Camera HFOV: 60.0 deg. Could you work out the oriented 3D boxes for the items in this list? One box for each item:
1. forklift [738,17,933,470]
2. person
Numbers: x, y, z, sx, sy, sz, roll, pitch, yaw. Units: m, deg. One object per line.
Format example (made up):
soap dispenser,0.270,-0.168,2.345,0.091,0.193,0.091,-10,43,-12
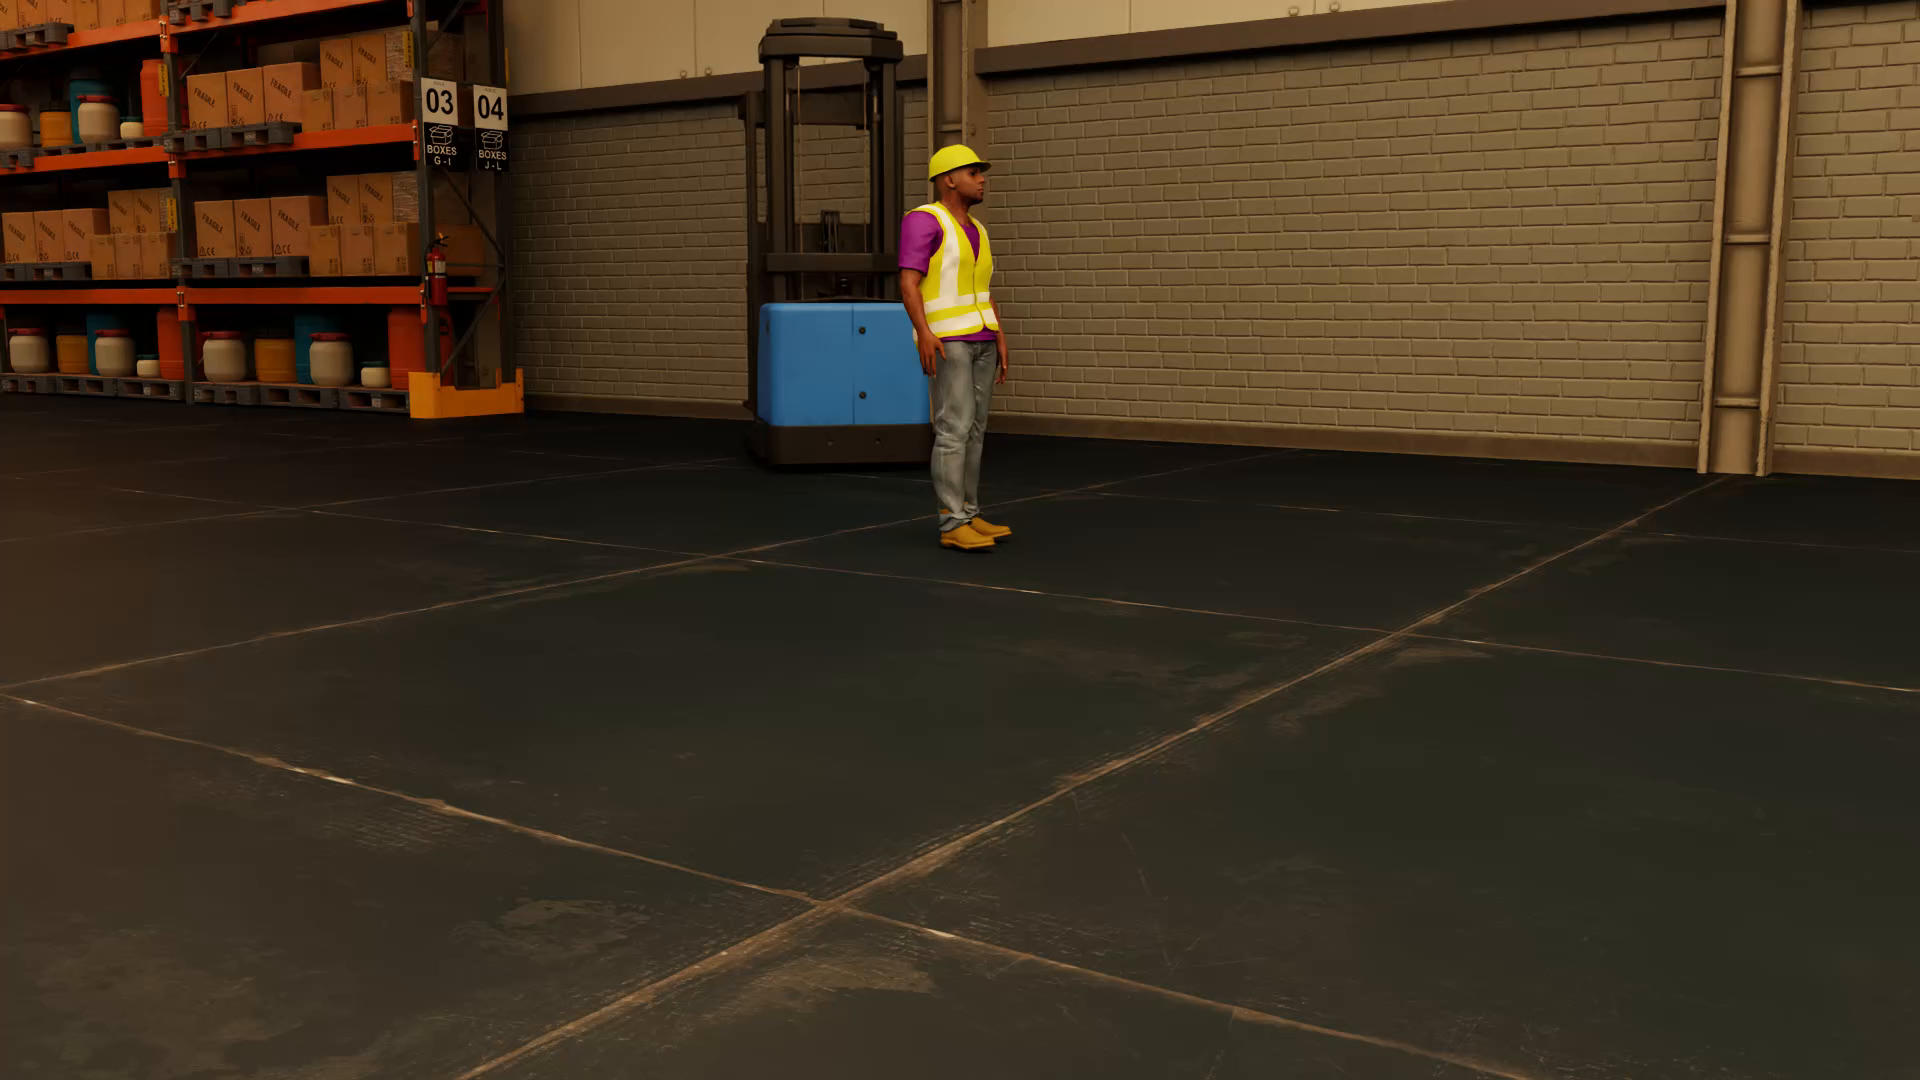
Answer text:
forklift,-0.978,-2.075,11.784,1.130,2.935,3.031,-2,8,-12
person,0.054,-0.876,7.435,0.577,1.765,0.665,5,10,34
